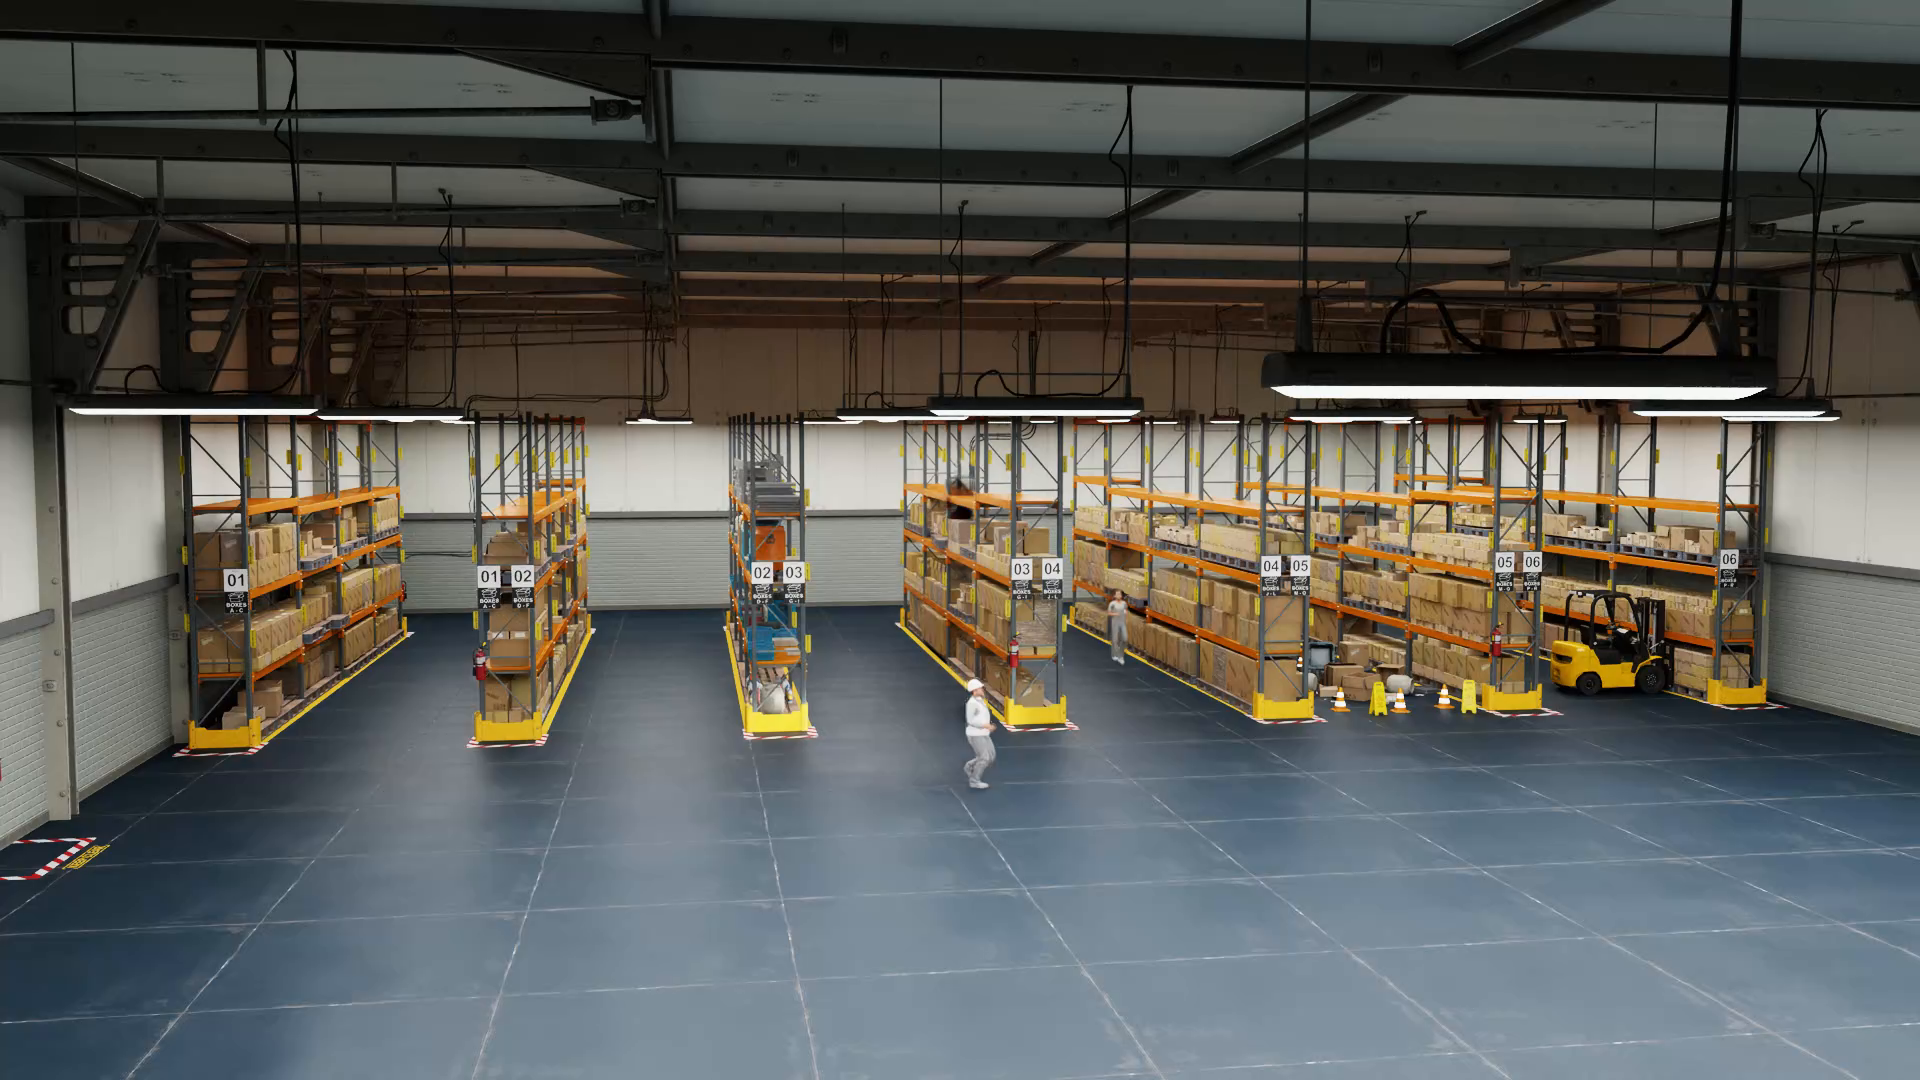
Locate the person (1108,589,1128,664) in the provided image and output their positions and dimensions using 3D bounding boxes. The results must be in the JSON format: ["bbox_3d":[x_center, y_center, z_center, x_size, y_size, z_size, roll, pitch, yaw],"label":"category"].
[{"bbox_3d":[3.685,2.012,38.432,0.546,1.724,0.634,-1,4,-15],"label":"person"}]

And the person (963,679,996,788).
[{"bbox_3d":[0.316,3.066,26.334,0.598,1.723,0.654,1,4,16],"label":"person"}]
